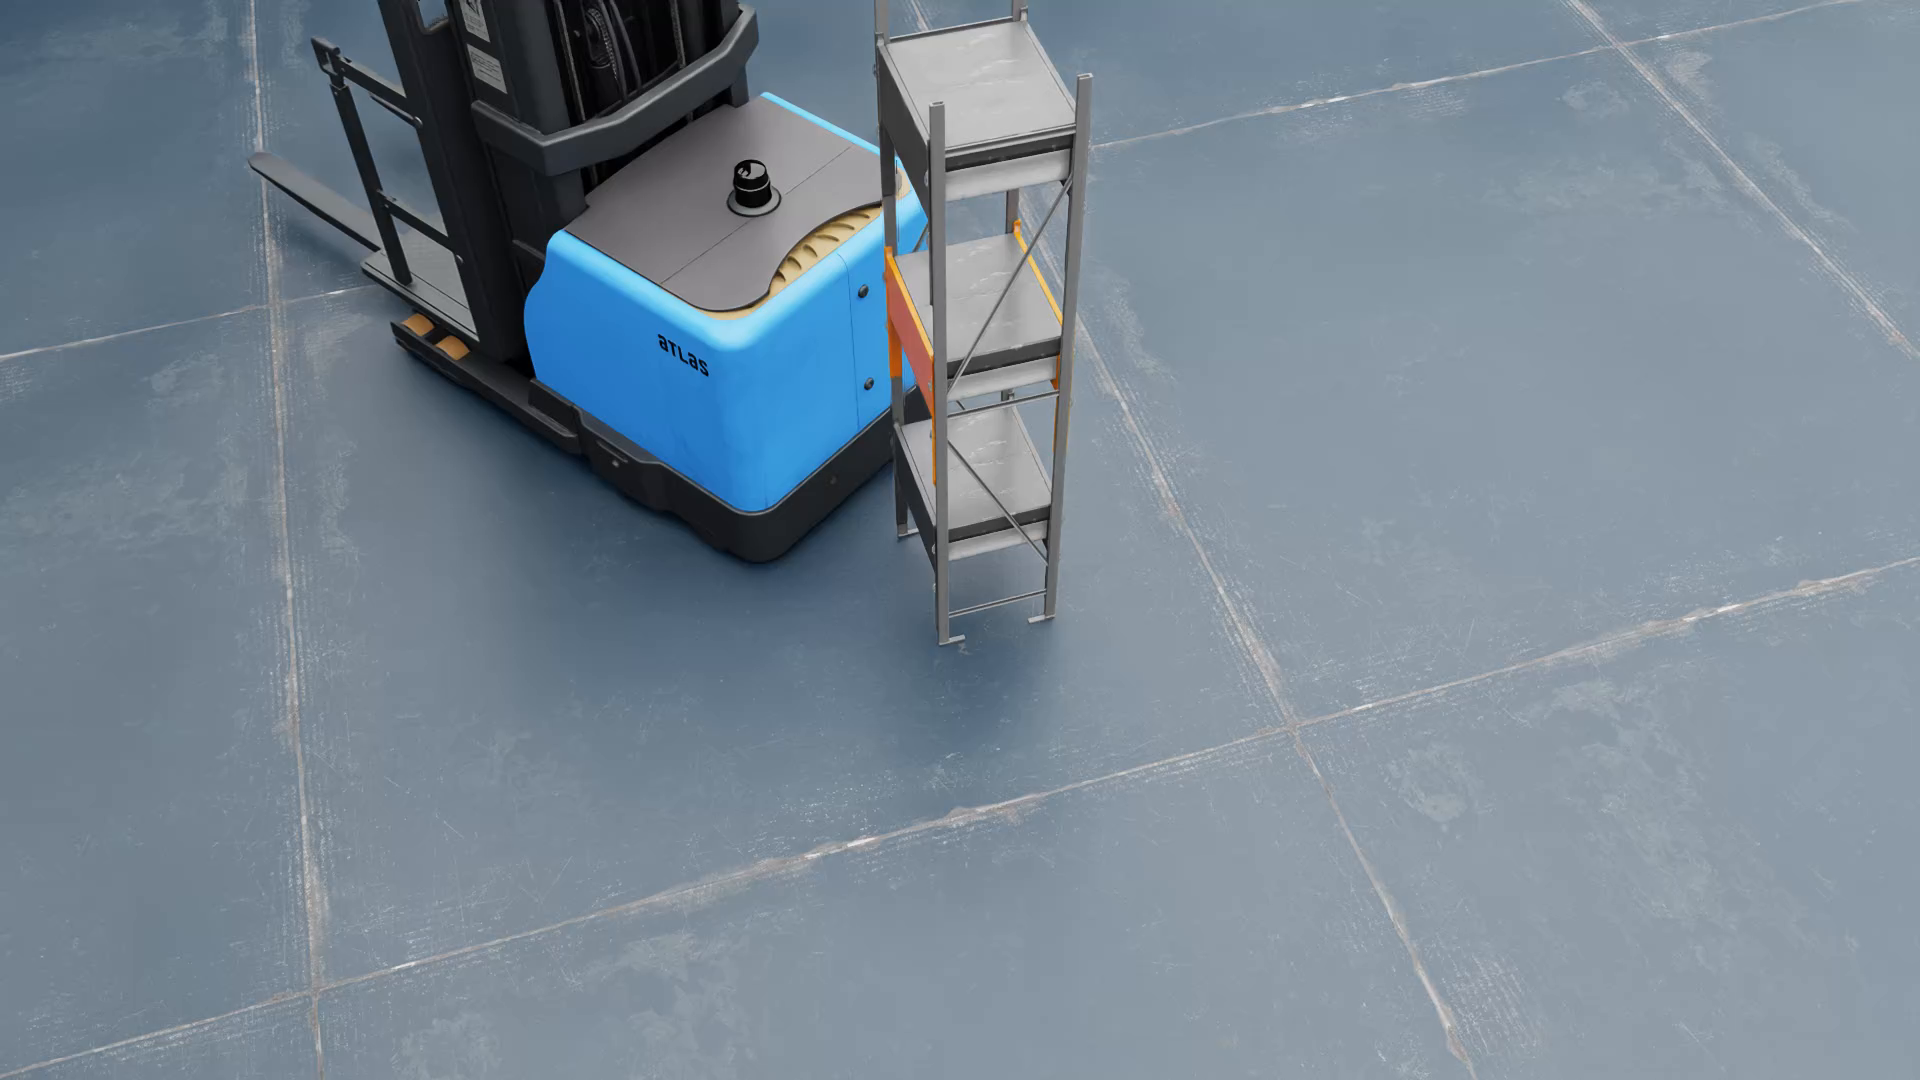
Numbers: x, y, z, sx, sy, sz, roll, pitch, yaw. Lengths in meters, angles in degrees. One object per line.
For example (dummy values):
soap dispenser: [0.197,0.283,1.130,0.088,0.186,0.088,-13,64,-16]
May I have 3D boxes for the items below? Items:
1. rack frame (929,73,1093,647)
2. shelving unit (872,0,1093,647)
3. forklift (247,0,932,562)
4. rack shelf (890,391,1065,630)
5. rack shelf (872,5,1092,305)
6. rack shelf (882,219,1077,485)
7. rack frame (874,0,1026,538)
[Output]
rack frame: [0.121,-0.378,4.695,0.400,2.100,0.015,-13,51,-11]
shelving unit: [0.049,-0.556,4.845,0.431,2.100,0.503,-13,51,-11]
forklift: [-1.515,-1.829,5.375,3.031,2.935,1.130,32,57,24]
rack shelf: [0.049,-0.096,5.391,0.431,0.518,0.480,-13,51,-11]
rack shelf: [0.049,-0.998,4.321,0.431,0.518,0.480,-13,51,-11]
rack shelf: [0.049,-0.547,4.856,0.431,0.518,0.480,-13,51,-11]
rack frame: [-0.023,-0.734,4.996,0.400,2.100,0.015,-13,51,-11]
